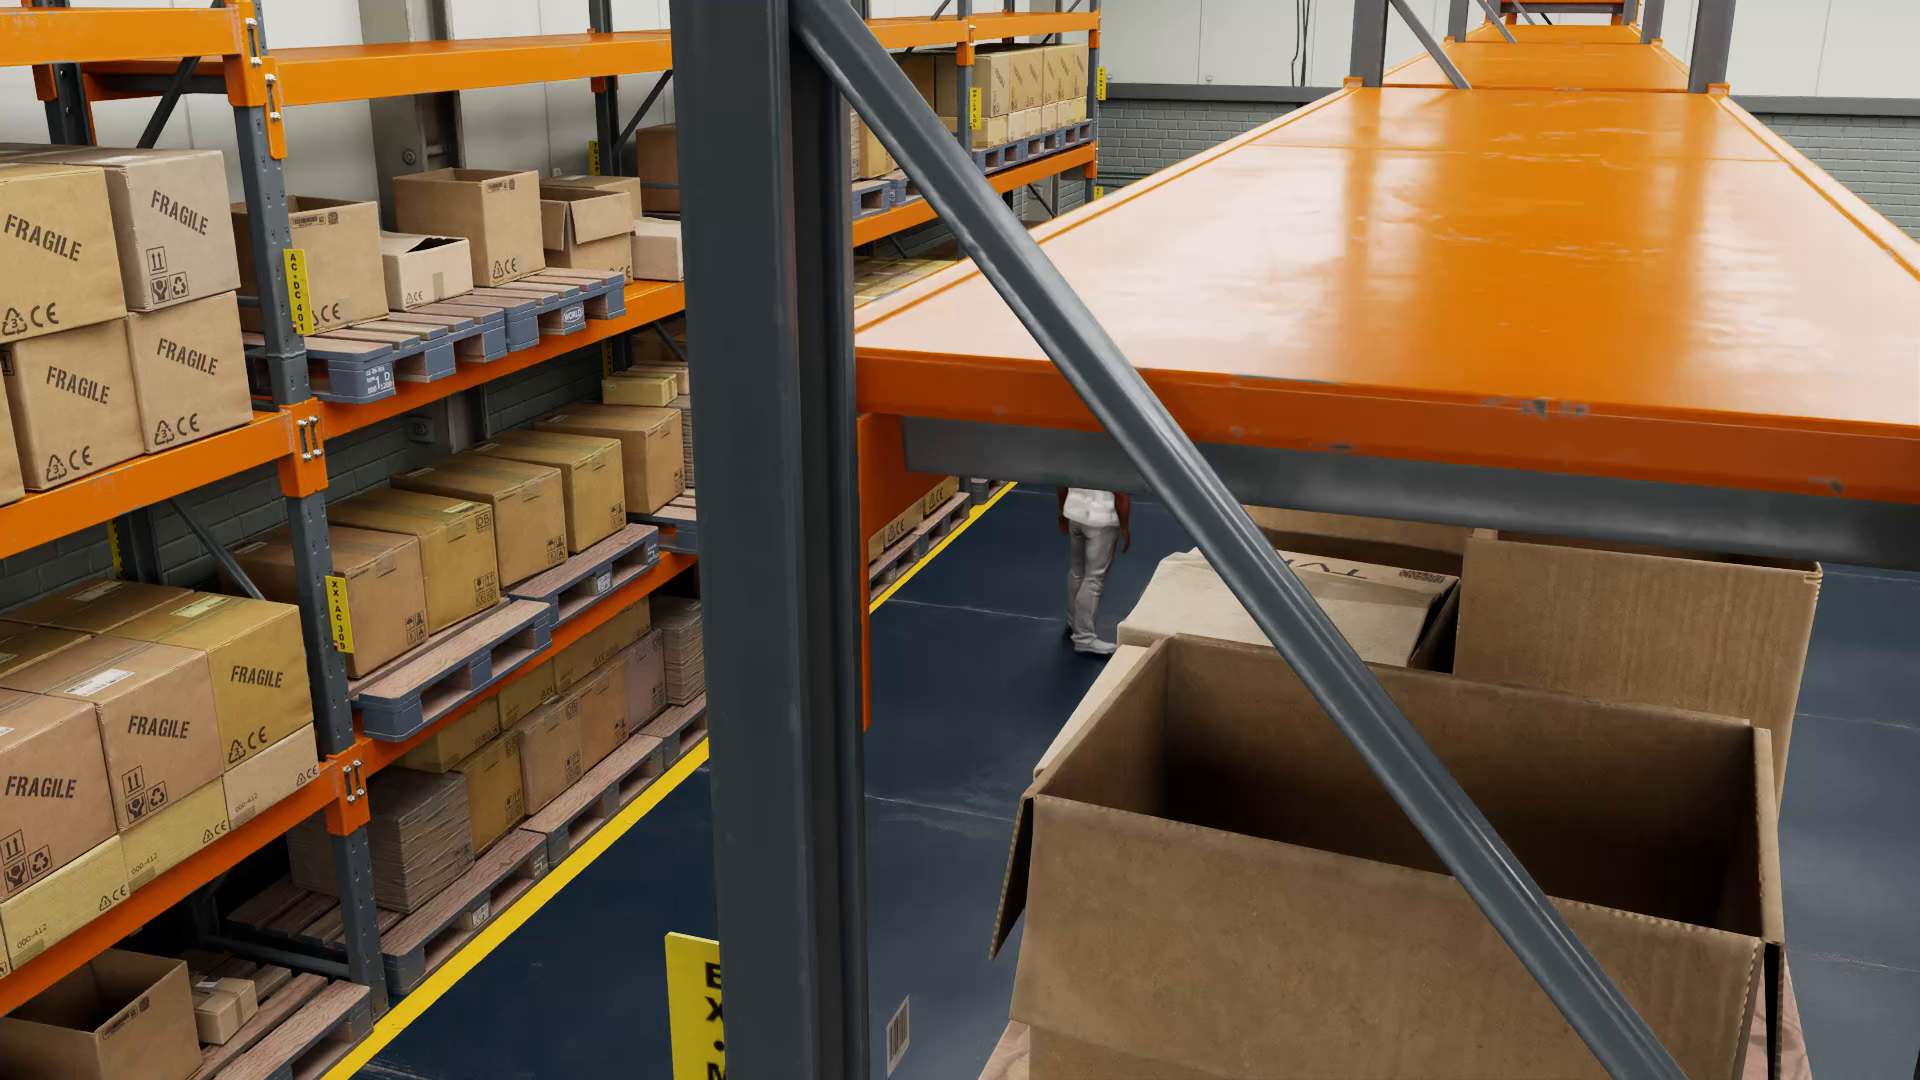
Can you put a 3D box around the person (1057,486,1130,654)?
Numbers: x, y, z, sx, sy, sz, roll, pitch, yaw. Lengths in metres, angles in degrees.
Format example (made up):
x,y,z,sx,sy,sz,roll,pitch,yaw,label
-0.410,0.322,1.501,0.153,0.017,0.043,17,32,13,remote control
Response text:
x,y,z,sx,sy,sz,roll,pitch,yaw,label
0.911,-0.155,11.418,0.587,1.753,0.704,-15,24,-38,person
